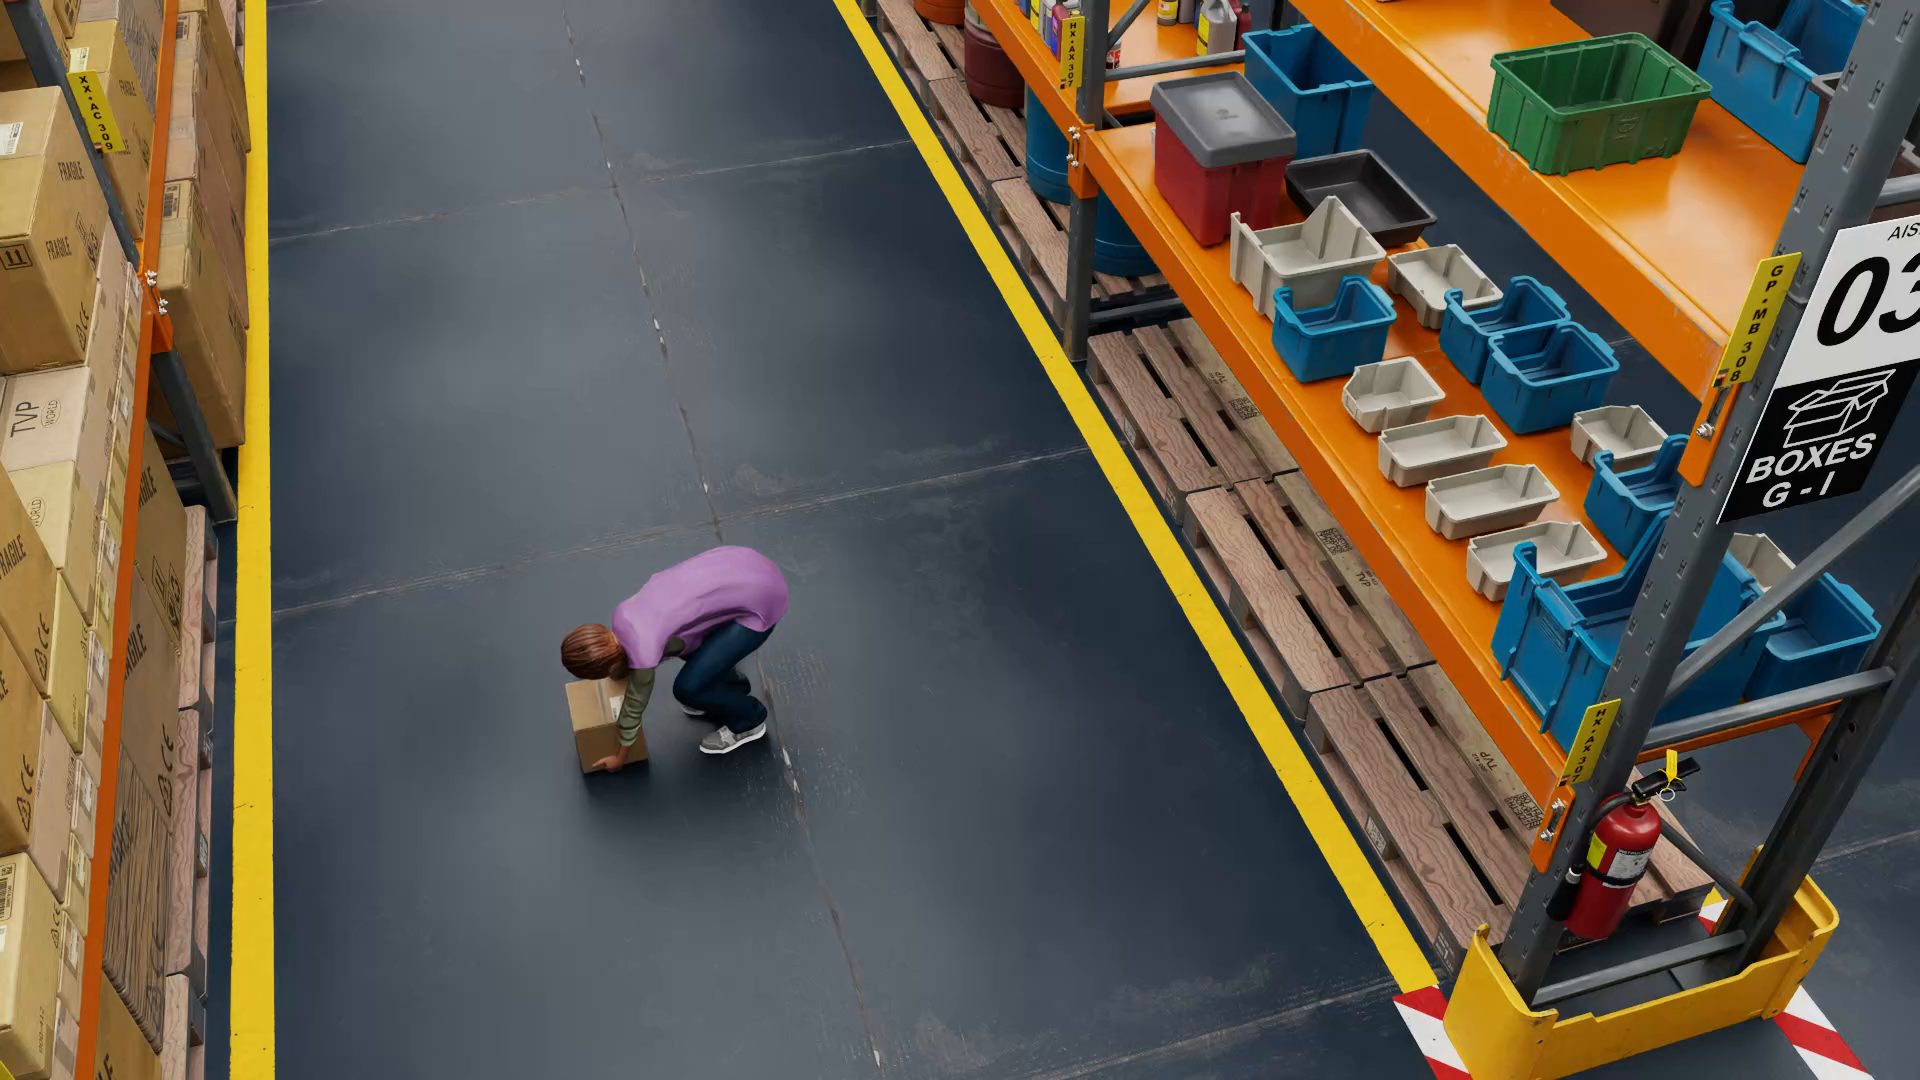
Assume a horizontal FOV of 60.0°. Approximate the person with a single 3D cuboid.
[{"bbox_3d":[-1.047,0.444,6.251,0.856,0.832,0.425,-14,45,-15],"label":"person"}]
